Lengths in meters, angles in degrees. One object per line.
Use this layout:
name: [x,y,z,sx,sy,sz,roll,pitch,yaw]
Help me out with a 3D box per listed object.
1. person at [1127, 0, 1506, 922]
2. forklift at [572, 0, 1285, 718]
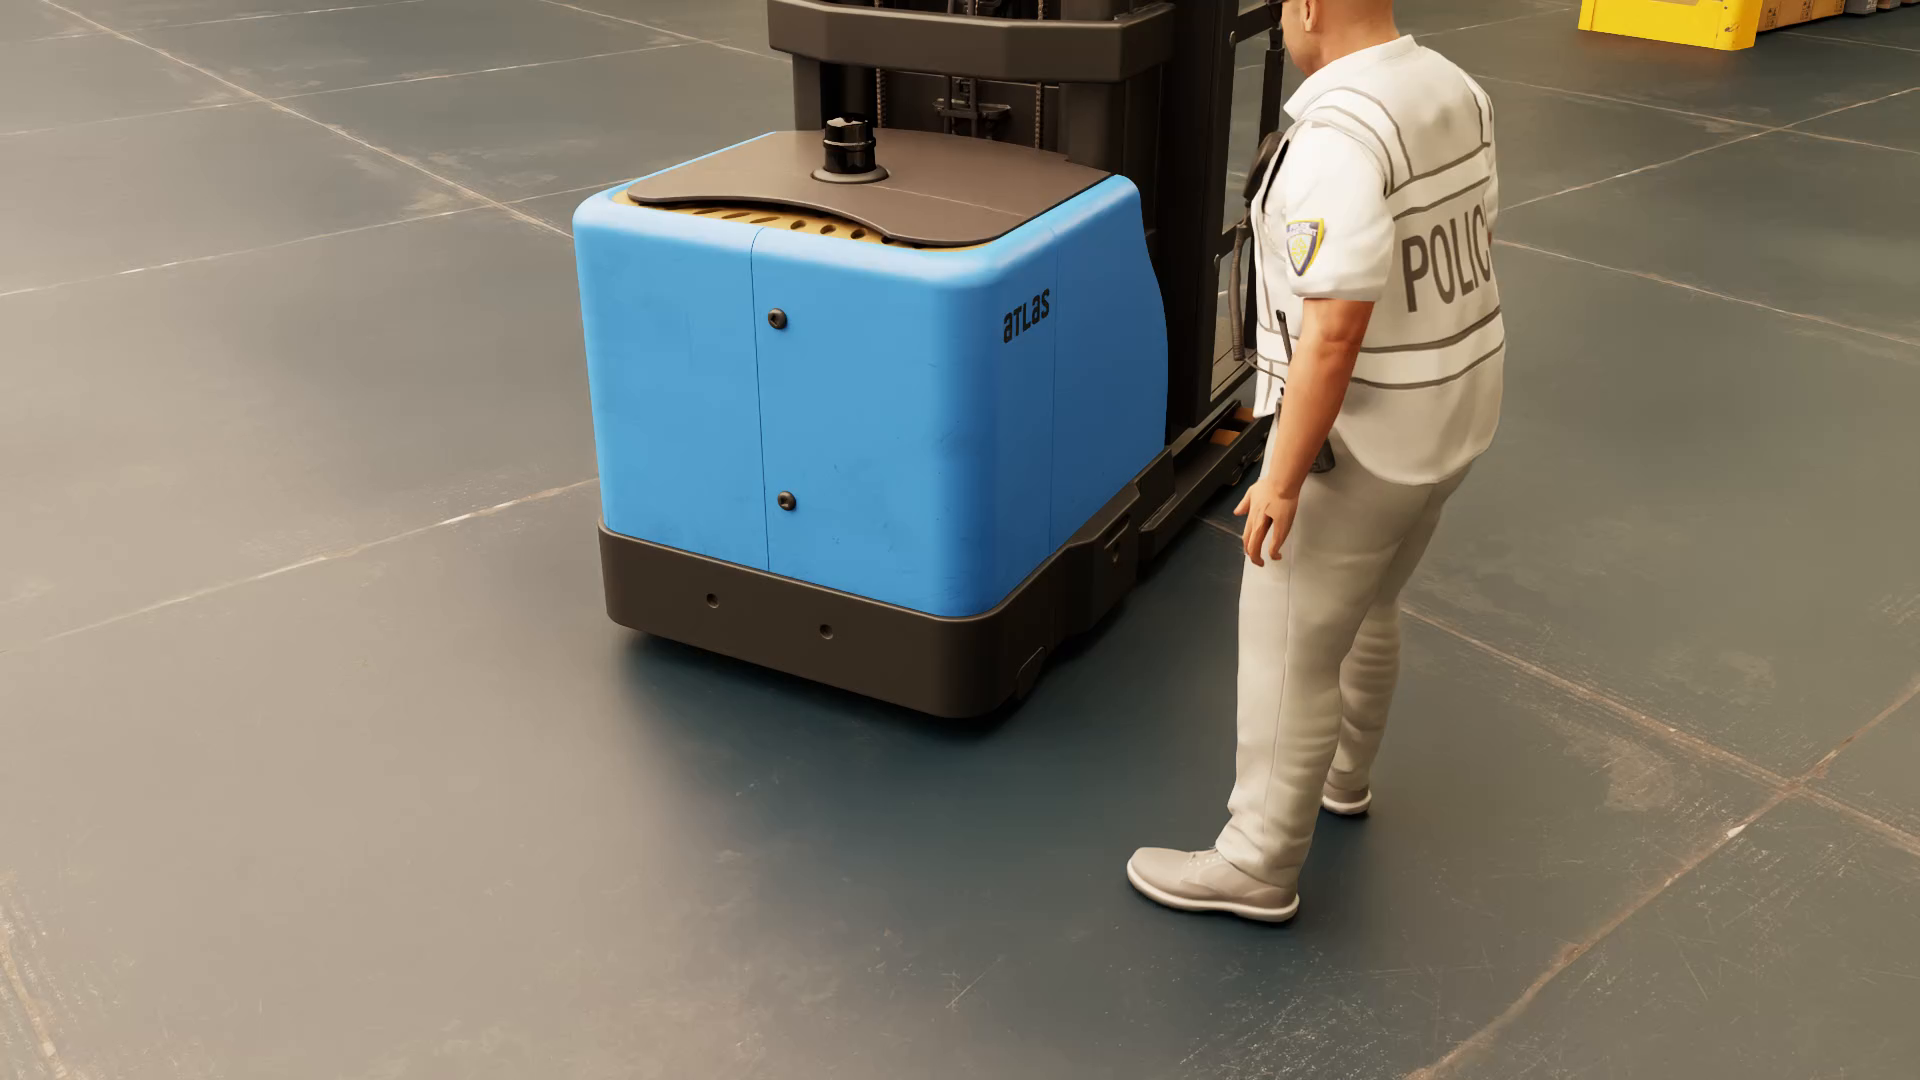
person: [0.659,-0.183,2.905,0.476,1.756,0.674,20,33,35]
forklift: [0.285,-1.552,4.331,1.130,2.935,3.031,13,29,25]
